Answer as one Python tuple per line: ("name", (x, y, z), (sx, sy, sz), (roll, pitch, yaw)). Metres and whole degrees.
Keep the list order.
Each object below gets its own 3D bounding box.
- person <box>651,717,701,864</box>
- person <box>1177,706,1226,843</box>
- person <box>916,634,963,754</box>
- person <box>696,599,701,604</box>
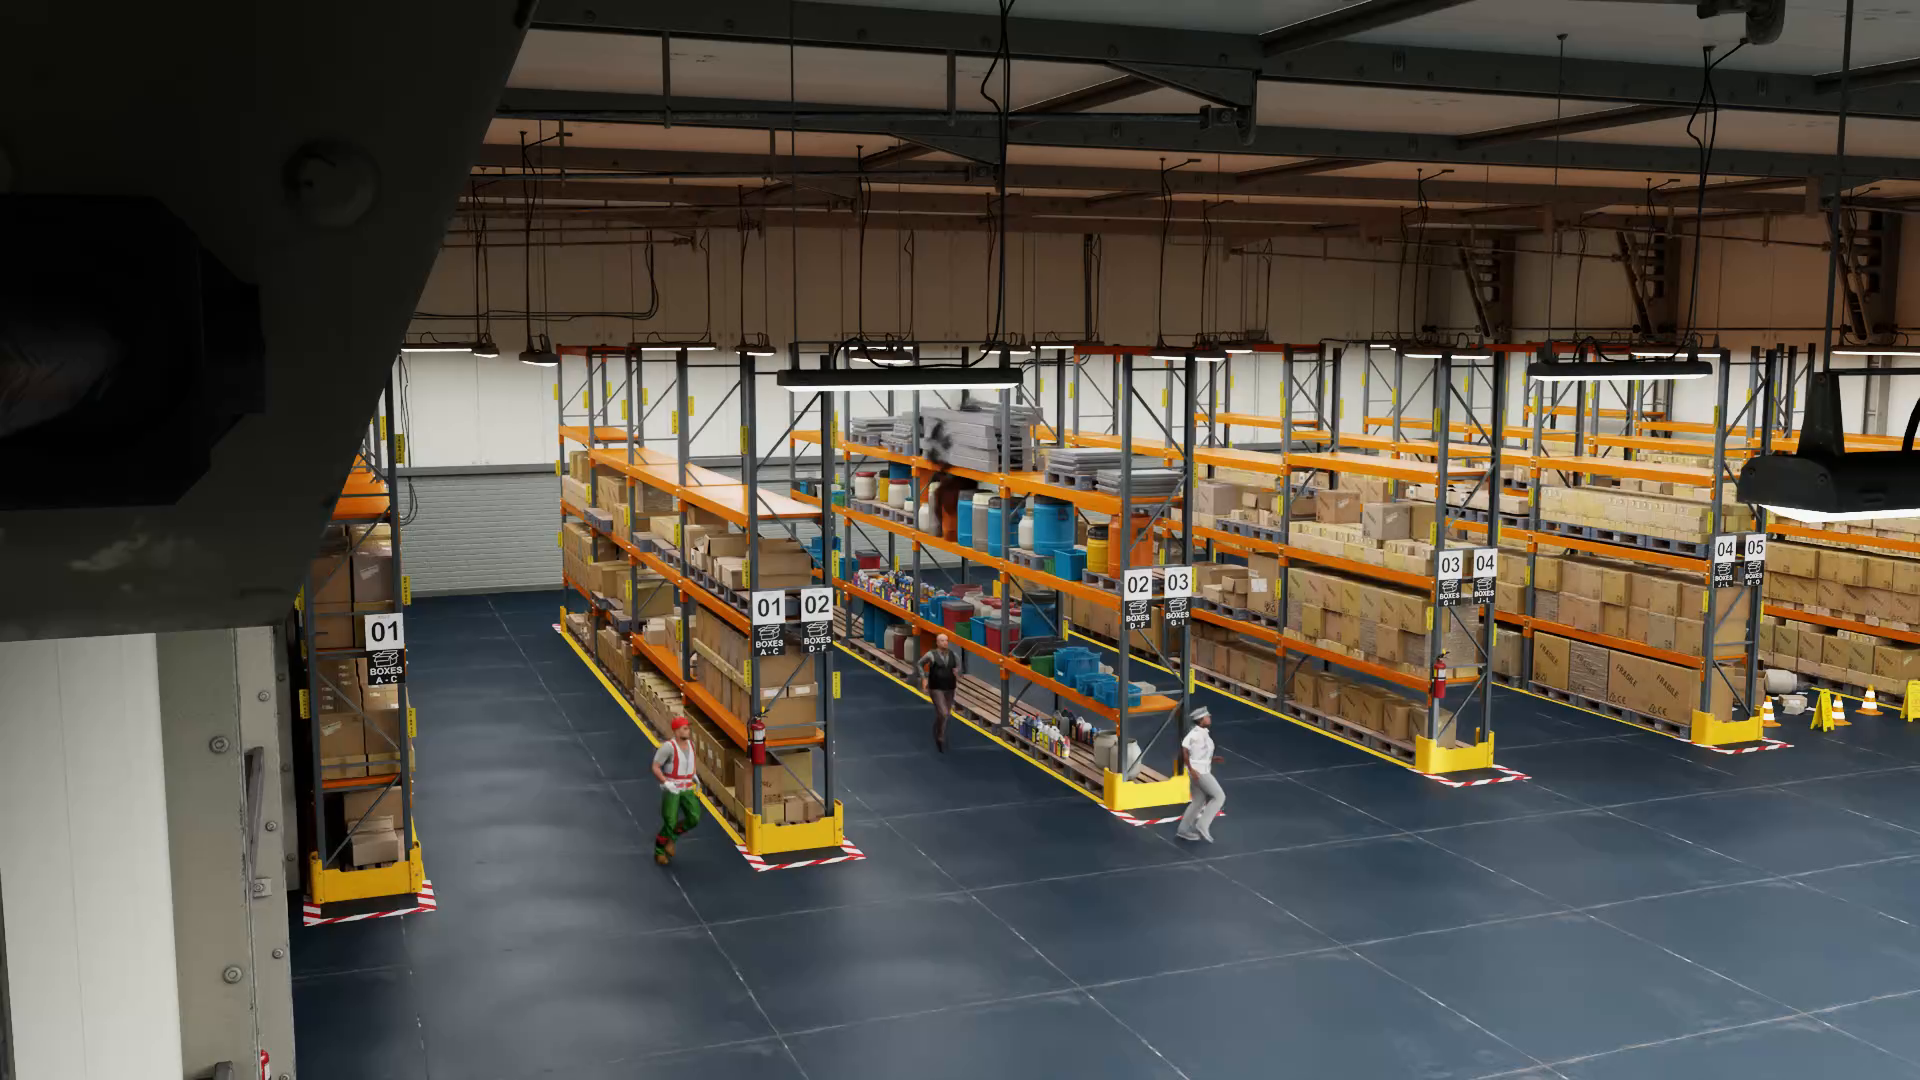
("person", (-3.315, 2.967, 19.800), (0.527, 1.726, 0.724), (7, 10, 42))
("person", (3.001, 2.887, 20.616), (0.582, 1.663, 0.558), (1, 7, 11))
("person", (-0.270, 2.301, 25.095), (0.630, 1.786, 0.770), (-4, 8, -30))
("person", (-5.176, 1.231, 33.802), (0.596, 1.698, 0.677), (-4, 8, -26))
